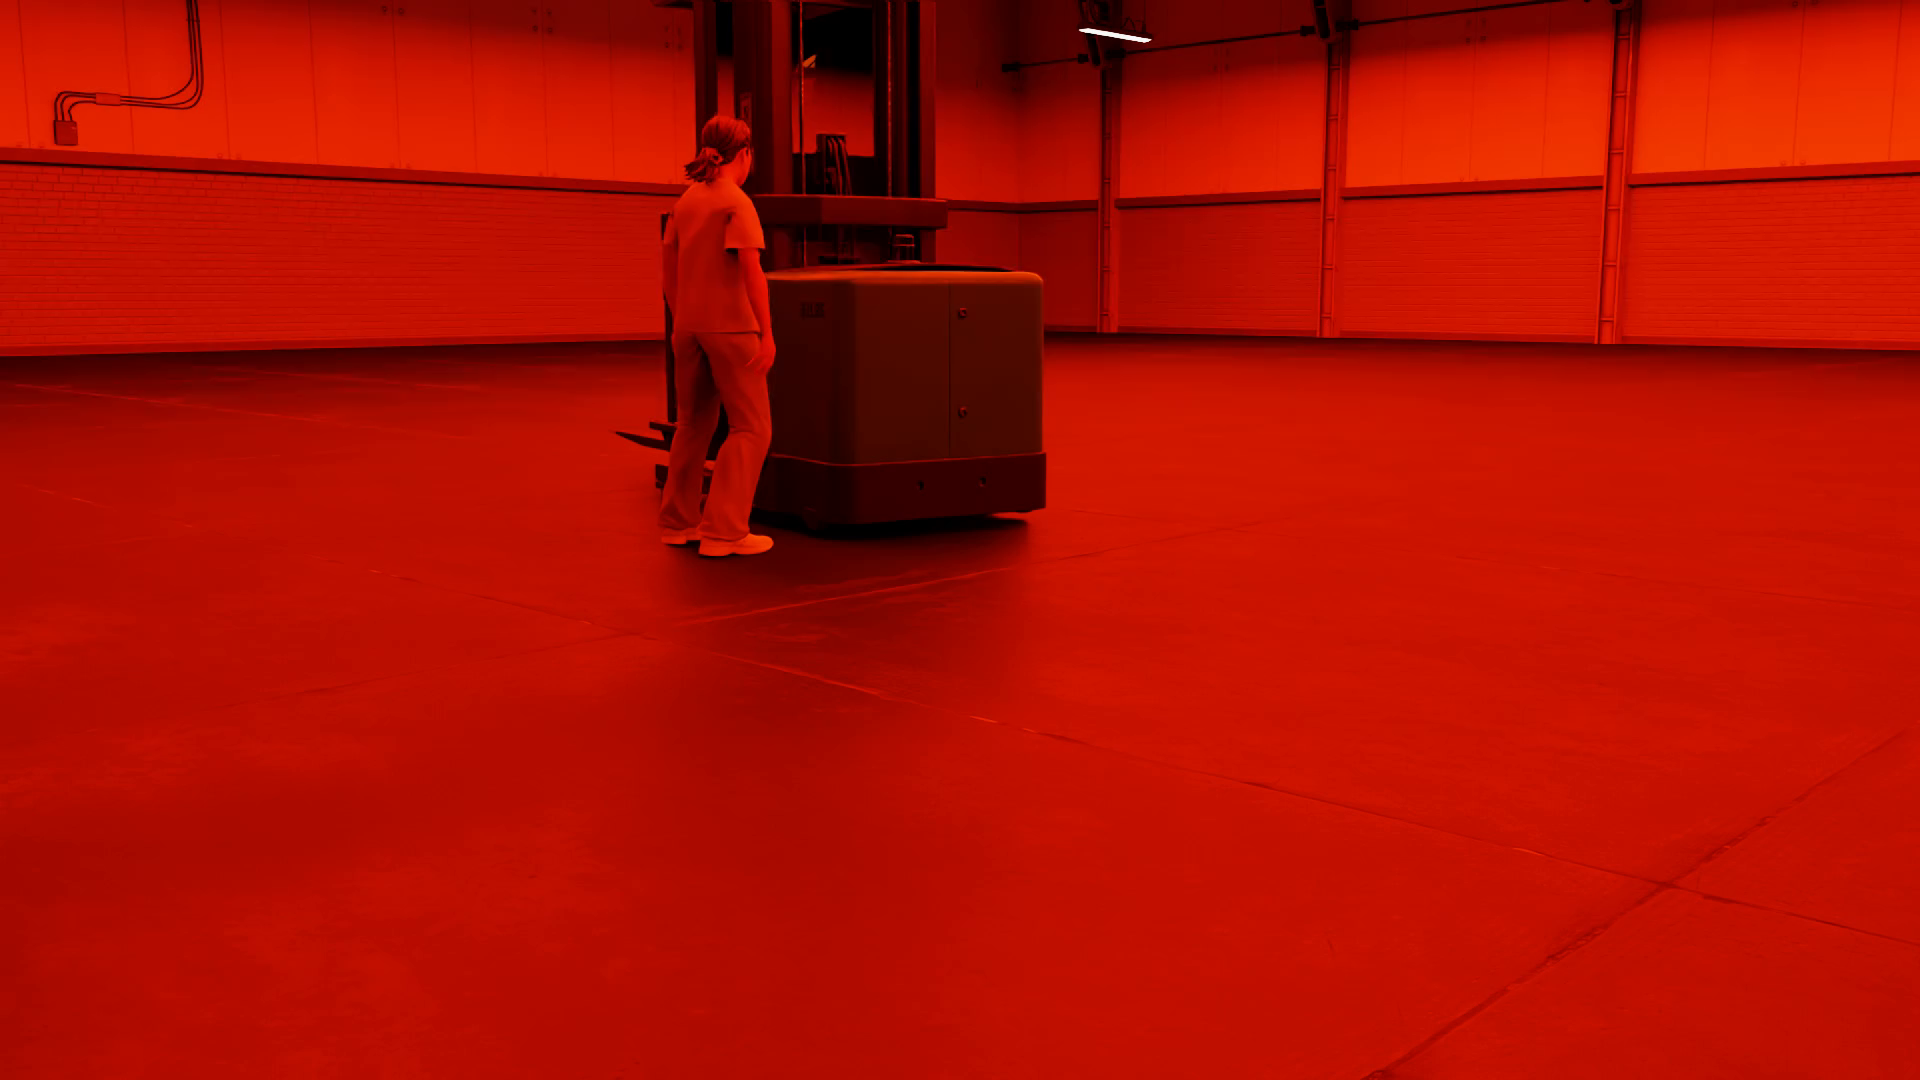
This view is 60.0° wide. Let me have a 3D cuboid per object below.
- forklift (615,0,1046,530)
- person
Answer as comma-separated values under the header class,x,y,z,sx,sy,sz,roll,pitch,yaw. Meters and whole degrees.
class,x,y,z,sx,sy,sz,roll,pitch,yaw
forklift,-0.831,-1.666,7.939,1.130,2.935,3.031,-5,10,-31
person,-0.921,-0.776,6.346,0.707,1.650,0.377,7,11,41
